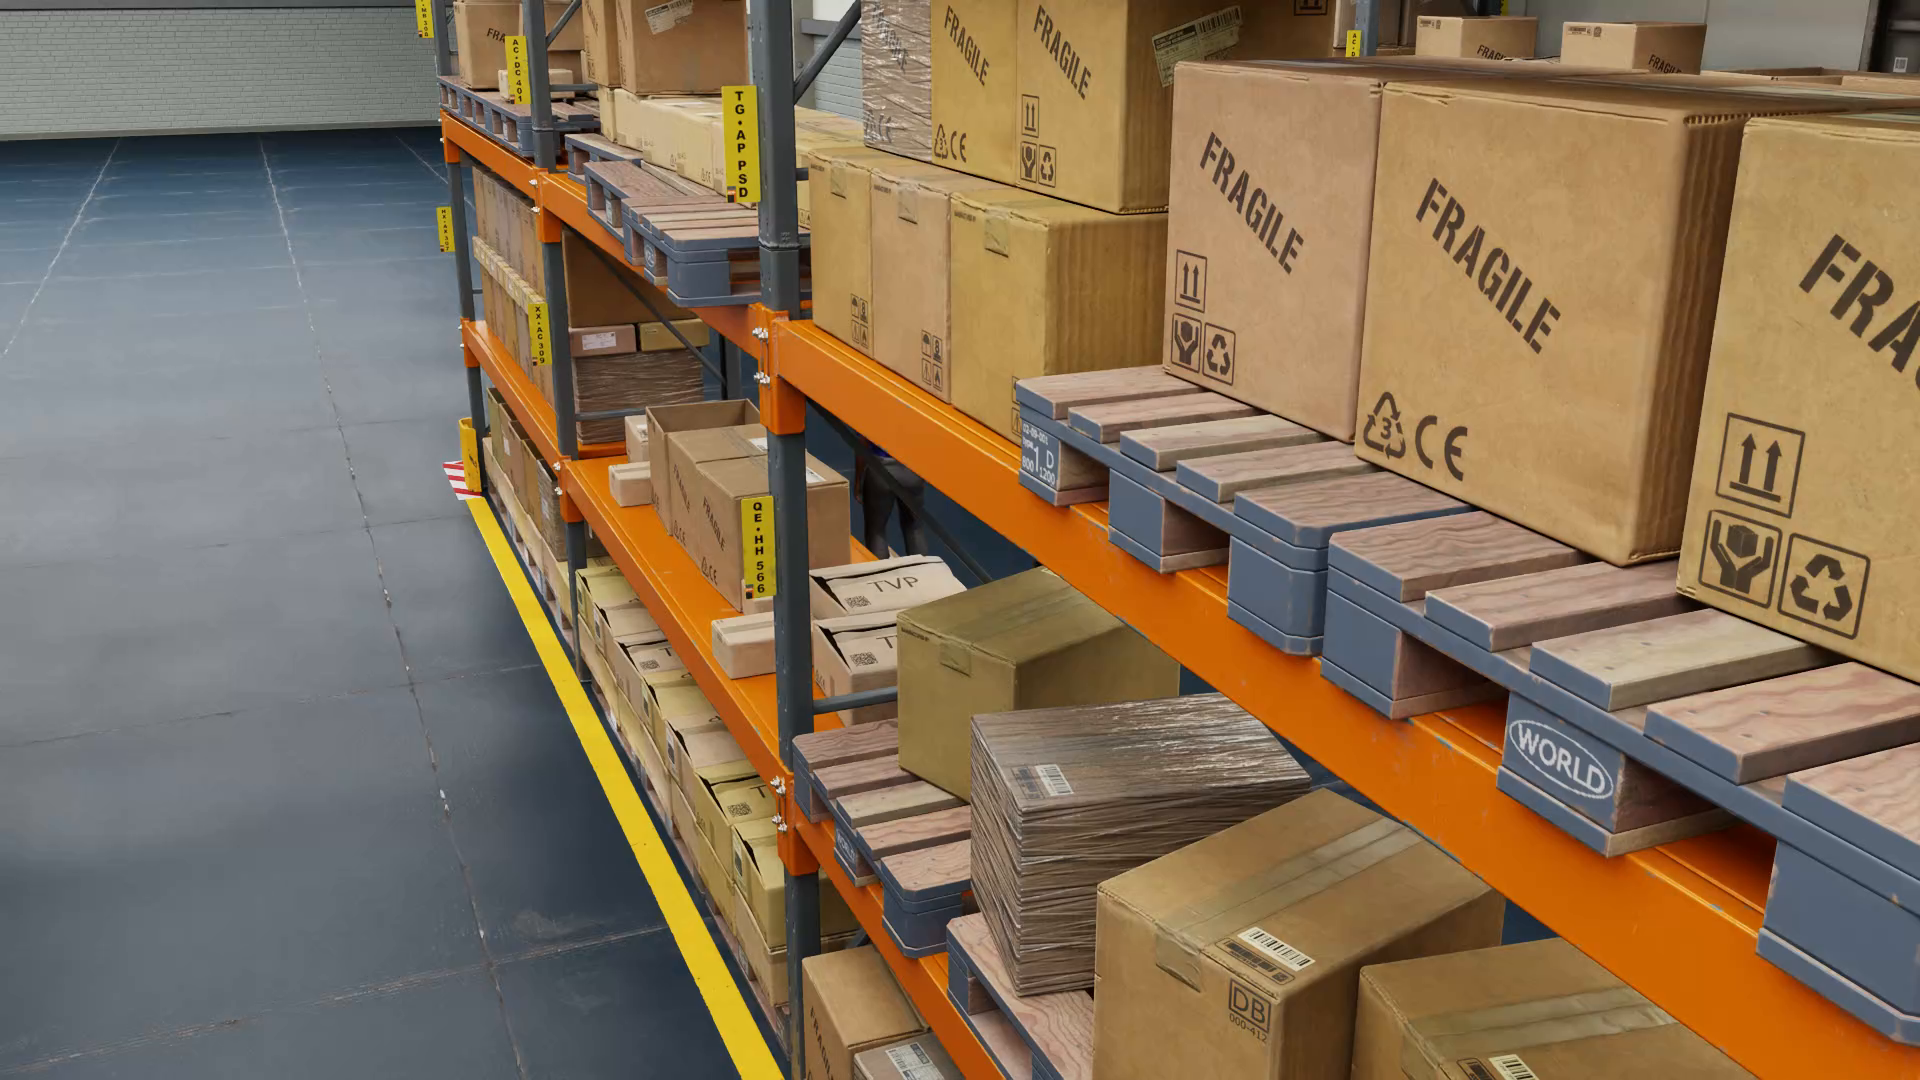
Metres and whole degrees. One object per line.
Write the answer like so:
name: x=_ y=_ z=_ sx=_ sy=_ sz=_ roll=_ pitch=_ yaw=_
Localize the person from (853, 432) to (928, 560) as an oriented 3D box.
person: x=-0.412 y=-0.380 z=10.202 sx=0.524 sy=1.639 sz=0.352 roll=-9 pitch=21 yaw=-25
